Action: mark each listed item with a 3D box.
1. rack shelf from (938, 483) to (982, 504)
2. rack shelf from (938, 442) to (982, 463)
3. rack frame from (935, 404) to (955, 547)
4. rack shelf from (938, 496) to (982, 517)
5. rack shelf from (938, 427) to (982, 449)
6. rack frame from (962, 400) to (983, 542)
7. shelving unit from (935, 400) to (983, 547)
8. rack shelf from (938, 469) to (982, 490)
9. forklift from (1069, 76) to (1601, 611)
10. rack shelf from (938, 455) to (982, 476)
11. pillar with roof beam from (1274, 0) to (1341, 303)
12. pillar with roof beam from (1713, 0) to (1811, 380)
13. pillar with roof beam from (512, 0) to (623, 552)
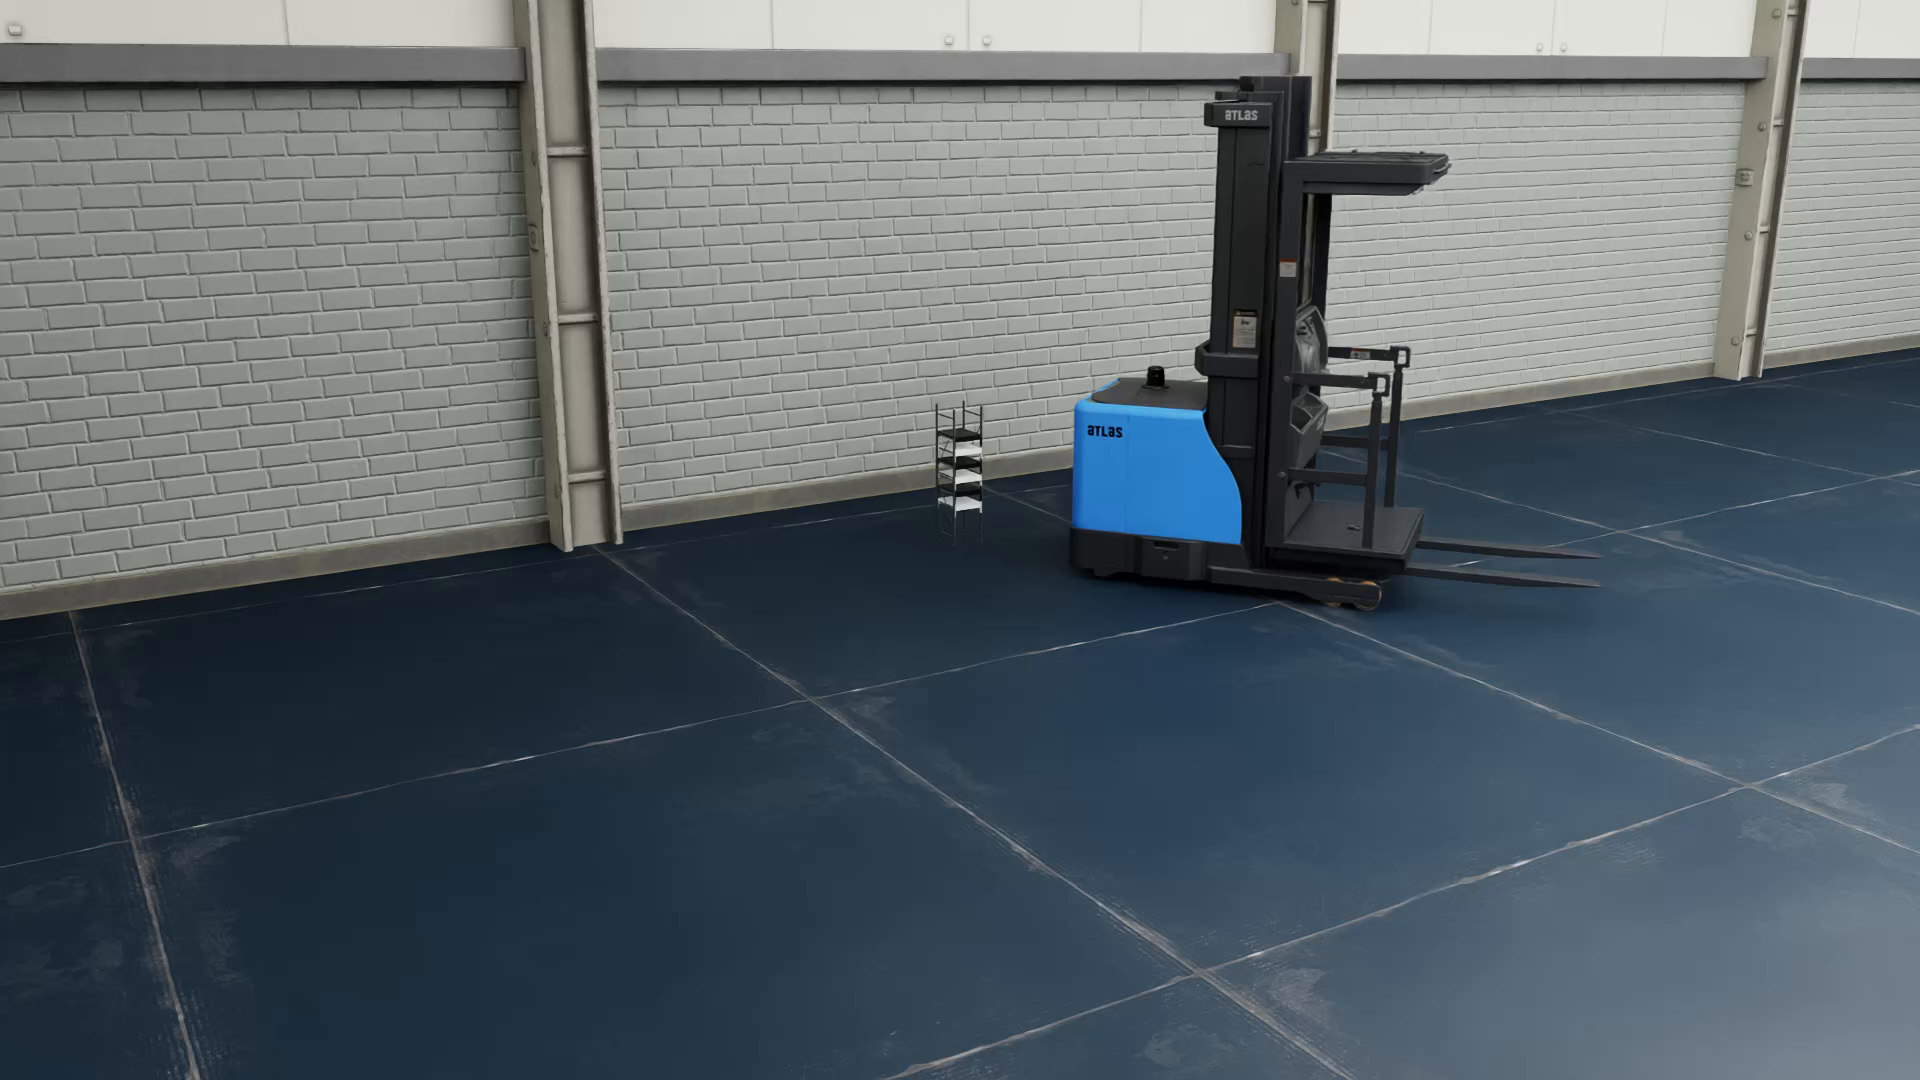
[{"bbox_3d":[-0.007,-0.313,10.818,0.200,0.077,0.258,-9,18,-30],"label":"rack shelf"},{"bbox_3d":[-0.007,-0.573,10.745,0.200,0.077,0.258,-9,18,-30],"label":"rack shelf"},{"bbox_3d":[-0.094,-0.418,10.734,0.006,0.900,0.240,-9,18,-30],"label":"rack frame"},{"bbox_3d":[-0.007,-0.227,10.842,0.200,0.077,0.258,-9,18,-30],"label":"rack shelf"},{"bbox_3d":[-0.007,-0.660,10.720,0.200,0.077,0.258,-9,18,-30],"label":"rack shelf"},{"bbox_3d":[0.080,-0.446,10.835,0.006,0.900,0.240,-9,18,-30],"label":"rack frame"},{"bbox_3d":[-0.007,-0.432,10.784,0.210,0.900,0.258,-9,18,-30],"label":"shelving unit"},{"bbox_3d":[-0.007,-0.400,10.793,0.200,0.077,0.258,-9,18,-30],"label":"rack shelf"},{"bbox_3d":[2.235,-1.171,9.658,3.031,2.935,1.130,6,17,20],"label":"forklift"},{"bbox_3d":[-0.007,-0.487,10.769,0.200,0.077,0.258,-9,18,-30],"label":"rack shelf"},{"bbox_3d":[4.920,-4.158,9.070,0.400,9.000,9.100,-9,18,-30],"label":"pillar with roof beam"},{"bbox_3d":[10.063,-4.992,12.045,0.400,9.000,9.100,-9,18,-30],"label":"pillar with roof beam"},{"bbox_3d":[-0.224,-3.324,6.095,0.400,9.000,9.100,-9,18,-30],"label":"pillar with roof beam"}]
